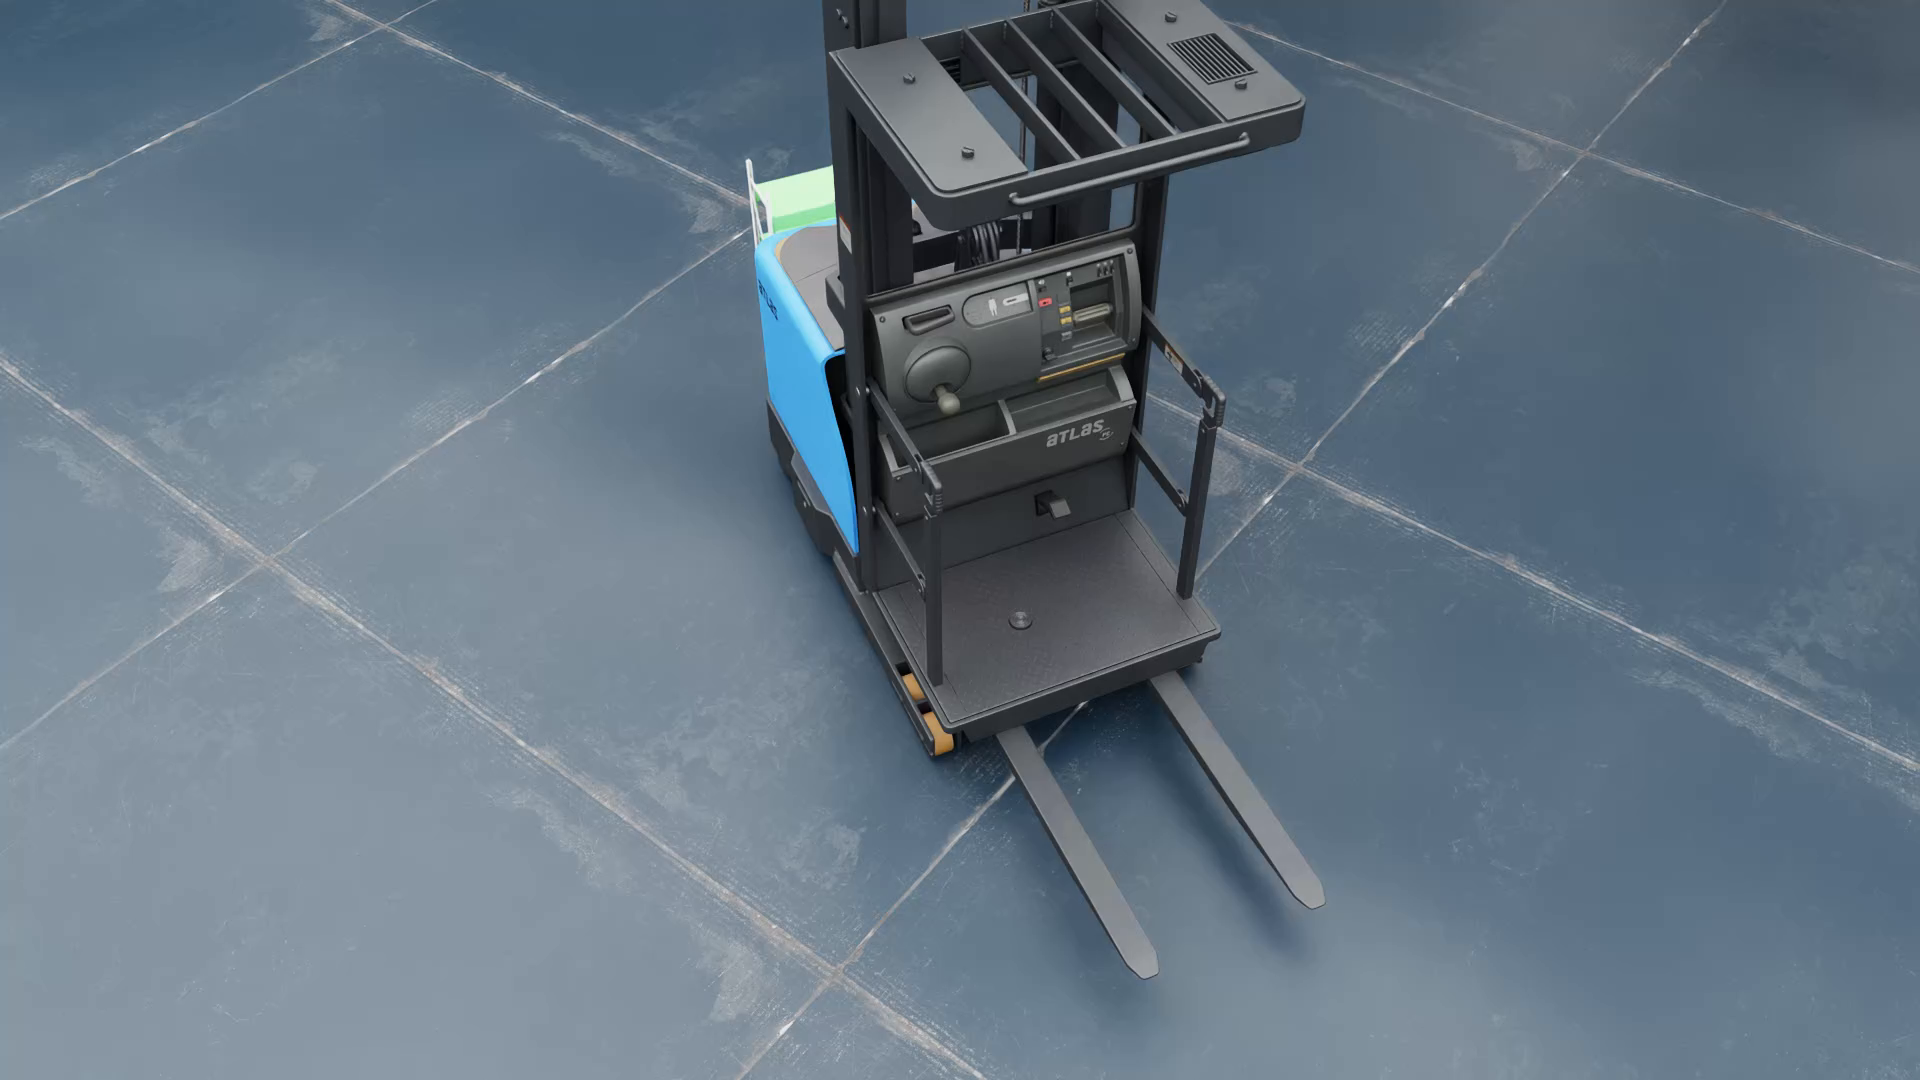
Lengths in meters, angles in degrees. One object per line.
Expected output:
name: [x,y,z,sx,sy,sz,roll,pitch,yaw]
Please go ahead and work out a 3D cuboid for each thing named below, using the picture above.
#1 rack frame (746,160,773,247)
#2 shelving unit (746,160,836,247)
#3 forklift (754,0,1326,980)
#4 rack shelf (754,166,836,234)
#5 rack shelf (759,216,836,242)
rack frame: [-0.782,-0.993,6.869,0.015,1.200,0.240,-18,49,-16]
shelving unit: [-0.559,-1.065,6.937,0.503,1.200,0.258,-18,49,-16]
forklift: [0.256,-0.596,5.293,1.130,2.935,3.031,-18,49,-16]
rack shelf: [-0.559,-1.352,6.636,0.480,0.148,0.258,-18,49,-16]
rack shelf: [-0.559,-1.186,6.810,0.480,0.148,0.258,-18,49,-16]
